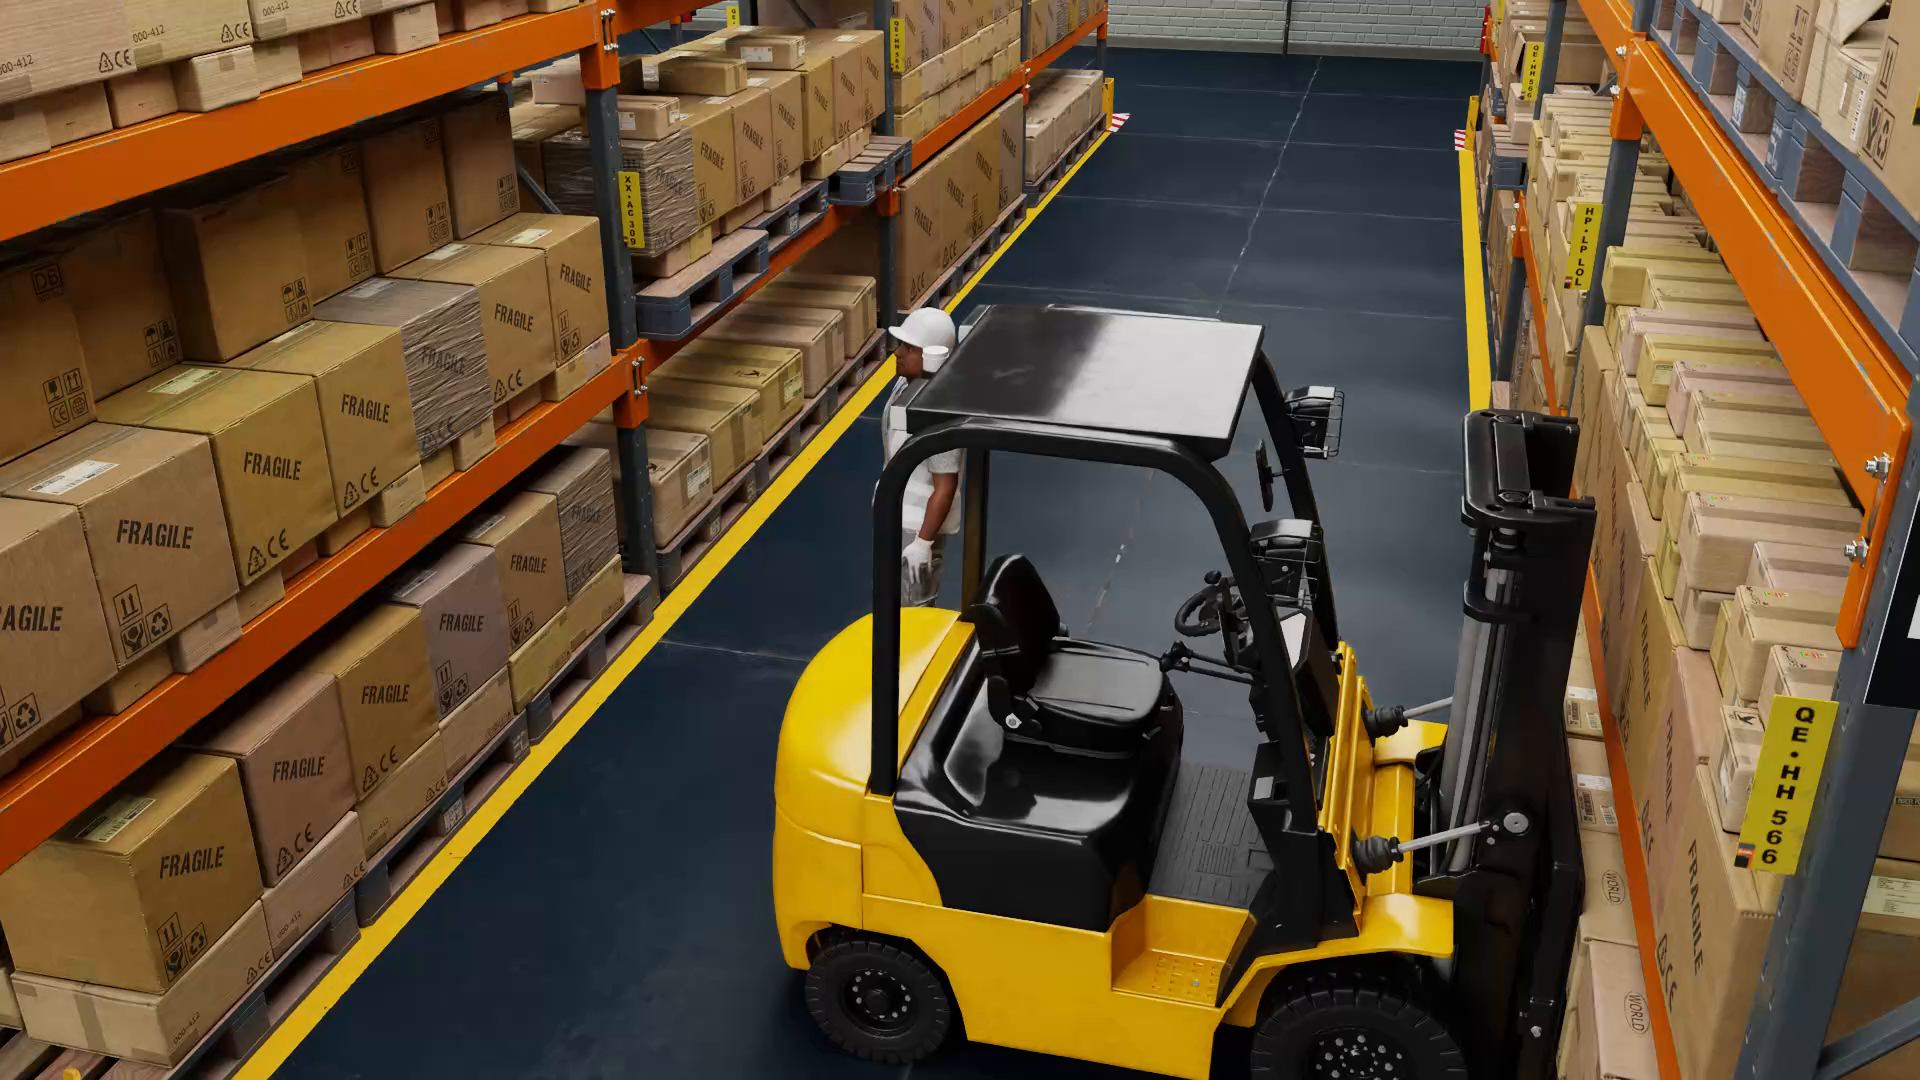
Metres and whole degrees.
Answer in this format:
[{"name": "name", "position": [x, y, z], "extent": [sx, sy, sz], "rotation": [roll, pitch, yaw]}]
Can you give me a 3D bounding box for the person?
[{"name": "person", "position": [-0.262, -0.082, 6.745], "extent": [0.576, 1.779, 0.655], "rotation": [-6, 26, -13]}]
